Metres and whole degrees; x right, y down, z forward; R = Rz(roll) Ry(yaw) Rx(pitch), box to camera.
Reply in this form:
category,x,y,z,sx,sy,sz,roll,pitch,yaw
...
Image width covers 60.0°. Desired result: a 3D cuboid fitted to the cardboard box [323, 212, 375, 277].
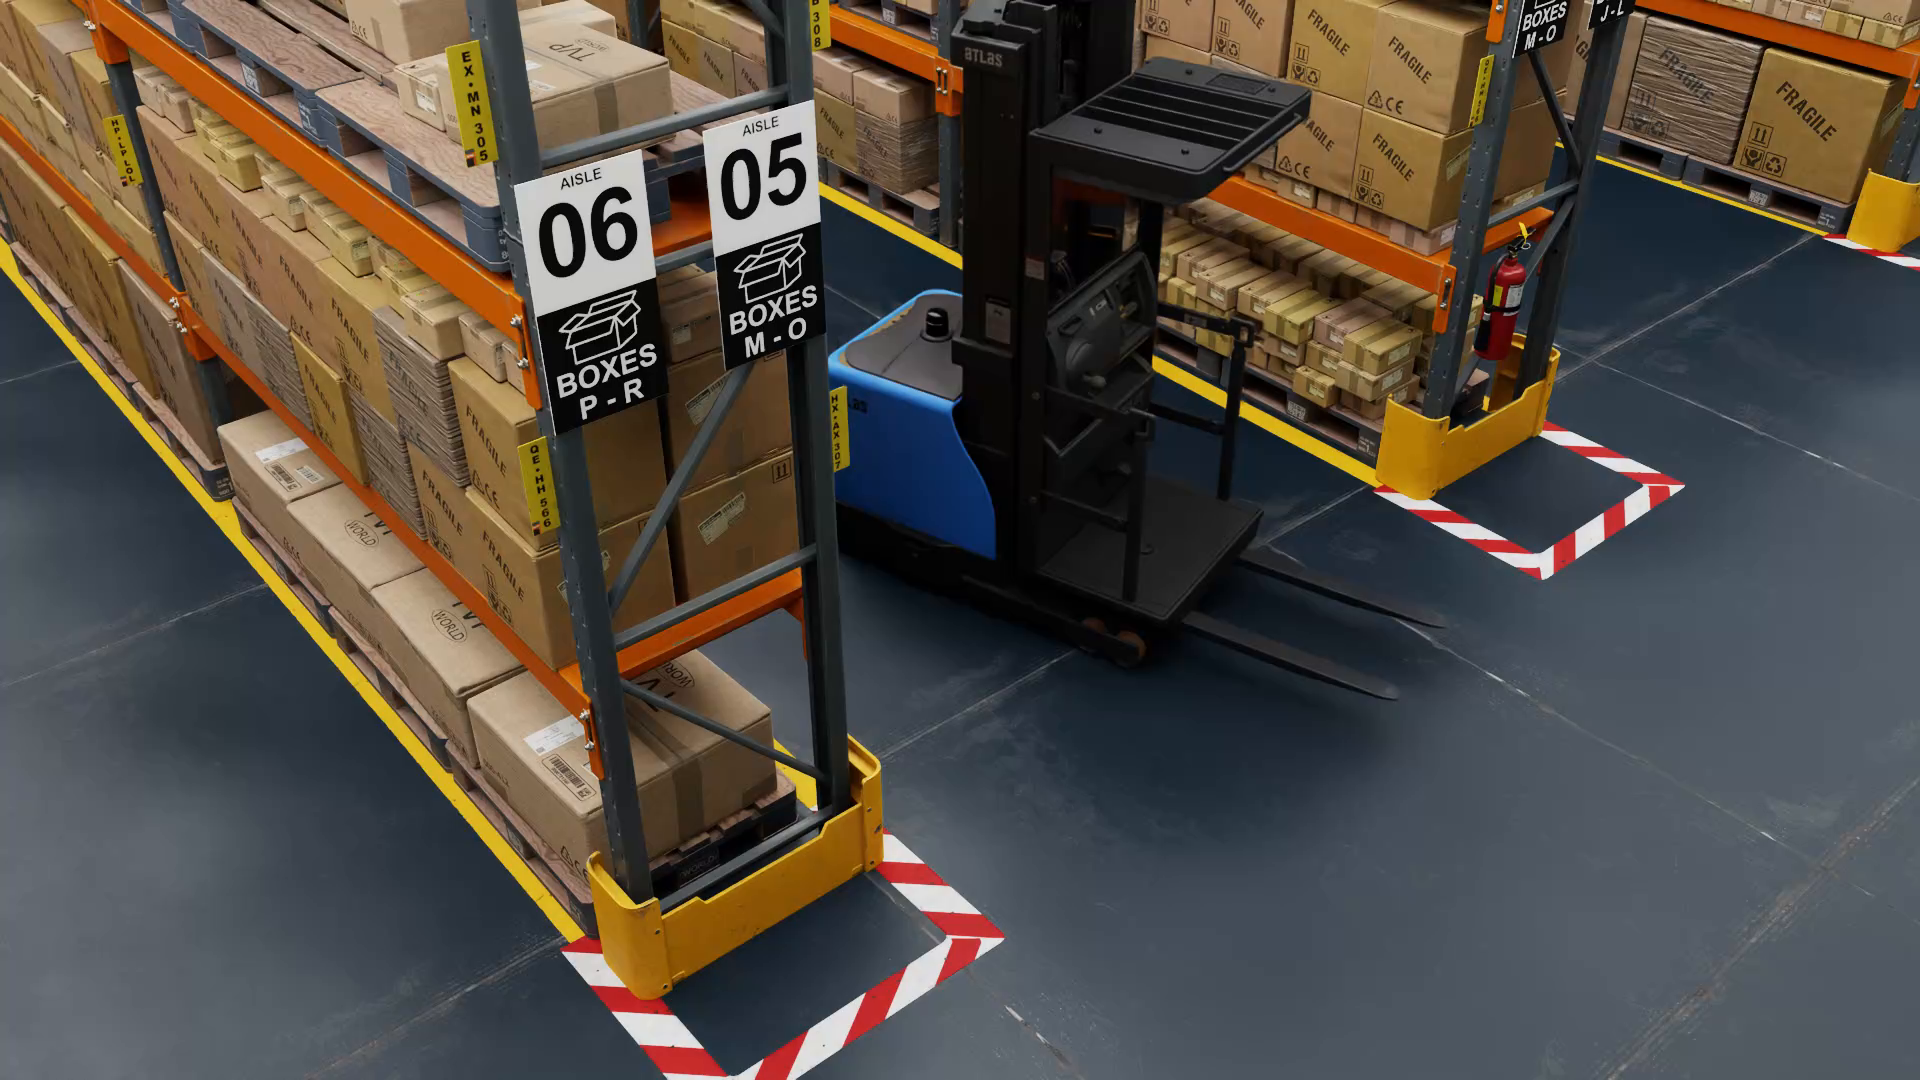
category,x,y,z,sx,sy,sz,roll,pitch,yaw
cardboard box,-2.107,-1.130,6.138,0.380,0.149,0.250,-25,42,-31

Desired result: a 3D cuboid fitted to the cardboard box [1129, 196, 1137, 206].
category,x,y,z,sx,sy,sz,roll,pitch,yaw
cardboard box,1.175,-2.288,10.876,0.380,0.149,0.250,-25,42,-30

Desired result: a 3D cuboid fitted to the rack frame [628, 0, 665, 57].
category,x,y,z,sx,sy,sz,roll,pitch,yaw
rack frame,-2.304,-5.213,13.416,1.000,3.000,0.127,-26,43,-32

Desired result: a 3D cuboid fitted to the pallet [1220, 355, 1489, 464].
category,x,y,z,sx,sy,sz,roll,pitch,yaw
pallet,2.313,-0.948,9.807,1.003,0.211,1.213,-26,43,-32

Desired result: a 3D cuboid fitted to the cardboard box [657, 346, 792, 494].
category,x,y,z,sx,sy,sz,roll,pitch,yaw
cardboard box,-0.949,-0.557,5.890,0.500,0.500,0.500,-27,43,-33

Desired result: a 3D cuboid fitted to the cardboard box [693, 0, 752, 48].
category,x,y,z,sx,sy,sz,roll,pitch,yaw
cardboard box,-1.716,-4.051,12.927,0.500,0.250,0.500,-27,43,-32

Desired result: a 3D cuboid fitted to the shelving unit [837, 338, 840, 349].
category,x,y,z,sx,sy,sz,roll,pitch,yaw
shelving unit,-0.600,-0.581,8.693,0.210,0.900,0.258,21,40,26

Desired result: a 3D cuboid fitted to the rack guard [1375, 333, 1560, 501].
category,x,y,z,sx,sy,sz,roll,pitch,yaw
rack guard,2.810,-0.694,9.199,1.175,0.500,0.348,-26,43,-32

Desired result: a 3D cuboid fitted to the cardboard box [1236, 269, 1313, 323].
category,x,y,z,sx,sy,sz,roll,pitch,yaw
cardboard box,1.823,-1.408,9.632,0.380,0.149,0.250,-28,44,-33

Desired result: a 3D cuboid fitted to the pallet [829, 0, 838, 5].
category,x,y,z,sx,sy,sz,roll,pitch,yaw
pallet,-0.995,-4.276,12.259,1.003,0.211,1.213,-26,43,-32

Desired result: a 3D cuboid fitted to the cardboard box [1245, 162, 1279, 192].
category,x,y,z,sx,sy,sz,roll,pitch,yaw
cardboard box,1.797,-2.077,9.206,0.380,0.149,0.250,-28,44,-34

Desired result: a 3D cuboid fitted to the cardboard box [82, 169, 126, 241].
category,x,y,z,sx,sy,sz,roll,pitch,yaw
cardboard box,-4.248,-1.824,8.761,0.500,0.250,0.500,-27,43,-32

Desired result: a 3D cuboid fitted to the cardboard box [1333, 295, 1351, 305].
category,x,y,z,sx,sy,sz,roll,pitch,yaw
cardboard box,2.358,-1.354,9.814,0.380,0.149,0.250,-25,43,-31

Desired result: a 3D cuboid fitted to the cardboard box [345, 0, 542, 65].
category,x,y,z,sx,sy,sz,roll,pitch,yaw
cardboard box,-1.785,-1.869,5.727,0.500,0.311,0.500,-25,42,-31

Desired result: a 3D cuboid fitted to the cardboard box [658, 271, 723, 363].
category,x,y,z,sx,sy,sz,roll,pitch,yaw
cardboard box,-0.875,-0.763,5.621,0.380,0.149,0.250,-25,42,-31

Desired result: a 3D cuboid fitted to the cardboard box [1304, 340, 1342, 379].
category,x,y,z,sx,sy,sz,roll,pitch,yaw
cardboard box,2.173,-1.072,9.415,0.380,0.149,0.250,-27,43,-33

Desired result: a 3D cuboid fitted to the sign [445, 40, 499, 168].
category,x,y,z,sx,sy,sz,roll,pitch,yaw
sign,-1.281,-1.147,4.382,0.100,0.325,0.005,-26,43,-32

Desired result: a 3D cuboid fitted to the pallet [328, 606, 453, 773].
category,x,y,z,sx,sy,sz,roll,pitch,yaw
pallet,-2.216,0.486,7.782,1.003,0.211,1.213,-26,43,-32

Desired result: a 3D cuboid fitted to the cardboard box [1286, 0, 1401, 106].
category,x,y,z,sx,sy,sz,roll,pitch,yaw
cardboard box,2.047,-2.584,8.495,0.500,0.500,0.500,-28,44,-33

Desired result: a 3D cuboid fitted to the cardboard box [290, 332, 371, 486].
category,x,y,z,sx,sy,sz,roll,pitch,yaw
cardboard box,-2.366,-0.619,6.843,0.500,0.500,0.500,-25,42,-30

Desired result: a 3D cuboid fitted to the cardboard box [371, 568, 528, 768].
category,x,y,z,sx,sy,sz,roll,pitch,yaw
cardboard box,-1.957,0.429,7.303,0.875,0.438,0.875,-25,42,-31

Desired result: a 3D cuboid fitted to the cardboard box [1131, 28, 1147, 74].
category,x,y,z,sx,sy,sz,roll,pitch,yaw
cardboard box,1.027,-2.845,9.728,0.500,0.500,0.500,-27,43,-33

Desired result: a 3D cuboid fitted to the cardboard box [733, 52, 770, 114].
category,x,y,z,sx,sy,sz,roll,pitch,yaw
cardboard box,-1.380,-3.511,12.813,0.500,0.500,0.500,-27,43,-33

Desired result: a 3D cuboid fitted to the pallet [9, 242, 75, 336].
category,x,y,z,sx,sy,sz,roll,pitch,yaw
pallet,-5.569,-1.808,11.021,1.003,0.211,1.213,-26,43,-32

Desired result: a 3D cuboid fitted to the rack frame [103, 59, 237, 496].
category,x,y,z,sx,sy,sz,roll,pitch,yaw
rack frame,-3.439,-1.556,8.253,1.000,3.000,0.127,-26,43,-32

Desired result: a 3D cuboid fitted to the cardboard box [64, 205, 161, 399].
category,x,y,z,sx,sy,sz,roll,pitch,yaw
cardboard box,-4.489,-1.500,9.649,0.875,0.875,0.875,-25,42,-31

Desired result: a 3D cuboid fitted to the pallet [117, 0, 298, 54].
category,x,y,z,sx,sy,sz,roll,pitch,yaw
pallet,-2.919,-2.379,6.896,1.003,0.211,1.213,-26,43,-32

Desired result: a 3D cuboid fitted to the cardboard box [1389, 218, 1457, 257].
category,x,y,z,sx,sy,sz,roll,pitch,yaw
cardboard box,2.433,-1.617,8.556,0.380,0.149,0.250,-26,43,-32

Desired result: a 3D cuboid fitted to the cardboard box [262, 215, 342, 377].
category,x,y,z,sx,sy,sz,roll,pitch,yaw
cardboard box,-2.350,-1.025,6.551,0.500,0.500,0.500,-26,43,-32

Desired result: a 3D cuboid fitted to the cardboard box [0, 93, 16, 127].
category,x,y,z,sx,sy,sz,roll,pitch,yaw
cardboard box,-5.551,-2.731,10.041,0.500,0.250,0.500,-27,44,-33

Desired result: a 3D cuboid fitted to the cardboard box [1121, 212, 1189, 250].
category,x,y,z,sx,sy,sz,roll,pitch,yaw
cardboard box,1.201,-1.892,10.316,0.380,0.149,0.250,-28,44,-34

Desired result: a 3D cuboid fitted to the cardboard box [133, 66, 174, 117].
category,x,y,z,sx,sy,sz,roll,pitch,yaw
cardboard box,-3.433,-2.033,7.414,0.380,0.149,0.250,-27,43,-32

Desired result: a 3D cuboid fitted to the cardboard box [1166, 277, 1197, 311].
category,x,y,z,sx,sy,sz,roll,pitch,yaw
cardboard box,1.468,-1.509,10.033,0.380,0.149,0.250,-24,42,-30

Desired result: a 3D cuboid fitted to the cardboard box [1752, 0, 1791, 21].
category,x,y,z,sx,sy,sz,roll,pitch,yaw
cardboard box,5.740,-3.754,11.574,0.380,0.149,0.250,-25,42,-31

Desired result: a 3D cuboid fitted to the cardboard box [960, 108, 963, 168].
category,x,y,z,sx,sy,sz,roll,pitch,yaw
cardboard box,0.003,-3.023,12.124,0.500,0.500,0.500,-24,42,-30

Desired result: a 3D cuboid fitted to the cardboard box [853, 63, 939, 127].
category,x,y,z,sx,sy,sz,roll,pitch,yaw
cardboard box,-0.396,-3.138,11.638,0.500,0.250,0.500,-27,44,-33

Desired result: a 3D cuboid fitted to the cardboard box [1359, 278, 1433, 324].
category,x,y,z,sx,sy,sz,roll,pitch,yaw
cardboard box,2.511,-1.366,9.573,0.380,0.149,0.250,-25,42,-31

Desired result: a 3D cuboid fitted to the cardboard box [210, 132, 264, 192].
category,x,y,z,sx,sy,sz,roll,pitch,yaw
cardboard box,-2.795,-1.568,6.757,0.380,0.149,0.250,-27,44,-33

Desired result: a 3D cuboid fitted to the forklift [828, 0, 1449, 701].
category,x,y,z,sx,sy,sz,roll,pitch,yaw
forklift,0.824,-0.952,7.459,3.031,2.935,1.130,21,40,26

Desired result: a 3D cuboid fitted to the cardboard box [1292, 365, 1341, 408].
category,x,y,z,sx,sy,sz,roll,pitch,yaw
cardboard box,2.117,-0.919,9.457,0.380,0.149,0.250,-25,42,-30

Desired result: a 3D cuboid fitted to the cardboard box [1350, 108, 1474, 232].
category,x,y,z,sx,sy,sz,roll,pitch,yaw
cardboard box,2.372,-1.945,8.459,0.500,0.500,0.500,-25,42,-31

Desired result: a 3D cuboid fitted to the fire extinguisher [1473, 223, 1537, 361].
category,x,y,z,sx,sy,sz,roll,pitch,yaw
fire extinguisher,2.669,-1.214,8.159,0.296,0.674,0.183,-26,43,-32

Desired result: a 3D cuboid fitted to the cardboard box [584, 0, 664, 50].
category,x,y,z,sx,sy,sz,roll,pitch,yaw
cardboard box,-2.628,-4.768,14.372,1.050,0.750,0.750,-27,43,-32

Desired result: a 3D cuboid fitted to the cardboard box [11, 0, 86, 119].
category,x,y,z,sx,sy,sz,roll,pitch,yaw
cardboard box,-4.570,-2.565,8.726,0.500,0.500,0.500,-25,42,-30

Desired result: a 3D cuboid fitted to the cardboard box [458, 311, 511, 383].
category,x,y,z,sx,sy,sz,roll,pitch,yaw
cardboard box,-1.424,-0.690,5.517,0.380,0.149,0.250,-25,42,-31

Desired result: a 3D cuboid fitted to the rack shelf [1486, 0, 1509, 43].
category,x,y,z,sx,sy,sz,roll,pitch,yaw
rack shelf,1.568,-3.494,9.017,1.077,0.370,4.000,-26,43,-32

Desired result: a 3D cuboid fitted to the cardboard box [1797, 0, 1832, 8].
category,x,y,z,sx,sy,sz,roll,pitch,yaw
cardboard box,5.871,-3.885,11.414,0.500,0.250,0.500,-27,43,-33

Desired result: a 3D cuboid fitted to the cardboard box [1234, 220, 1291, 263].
category,x,y,z,sx,sy,sz,roll,pitch,yaw
cardboard box,1.916,-1.863,10.275,0.380,0.149,0.250,-25,42,-31

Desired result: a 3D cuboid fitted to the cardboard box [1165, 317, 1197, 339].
category,x,y,z,sx,sy,sz,roll,pitch,yaw
cardboard box,1.469,-1.389,10.121,0.380,0.149,0.250,-25,42,-31

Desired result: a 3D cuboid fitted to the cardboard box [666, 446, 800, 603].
category,x,y,z,sx,sy,sz,roll,pitch,yaw
cardboard box,-0.948,-0.150,6.180,0.500,0.500,0.500,-26,43,-32

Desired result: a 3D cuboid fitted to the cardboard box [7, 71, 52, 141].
category,x,y,z,sx,sy,sz,roll,pitch,yaw
cardboard box,-4.919,-2.467,9.236,0.500,0.250,0.500,-25,42,-31

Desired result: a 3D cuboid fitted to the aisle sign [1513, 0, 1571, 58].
category,x,y,z,sx,sy,sz,roll,pitch,yaw
aisle sign,2.677,-2.597,7.474,0.394,0.787,0.004,-26,43,-32

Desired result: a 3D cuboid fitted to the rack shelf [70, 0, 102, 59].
category,x,y,z,sx,sy,sz,roll,pitch,yaw
rack shelf,-4.729,-3.369,8.840,1.077,0.370,4.000,-26,43,-32
